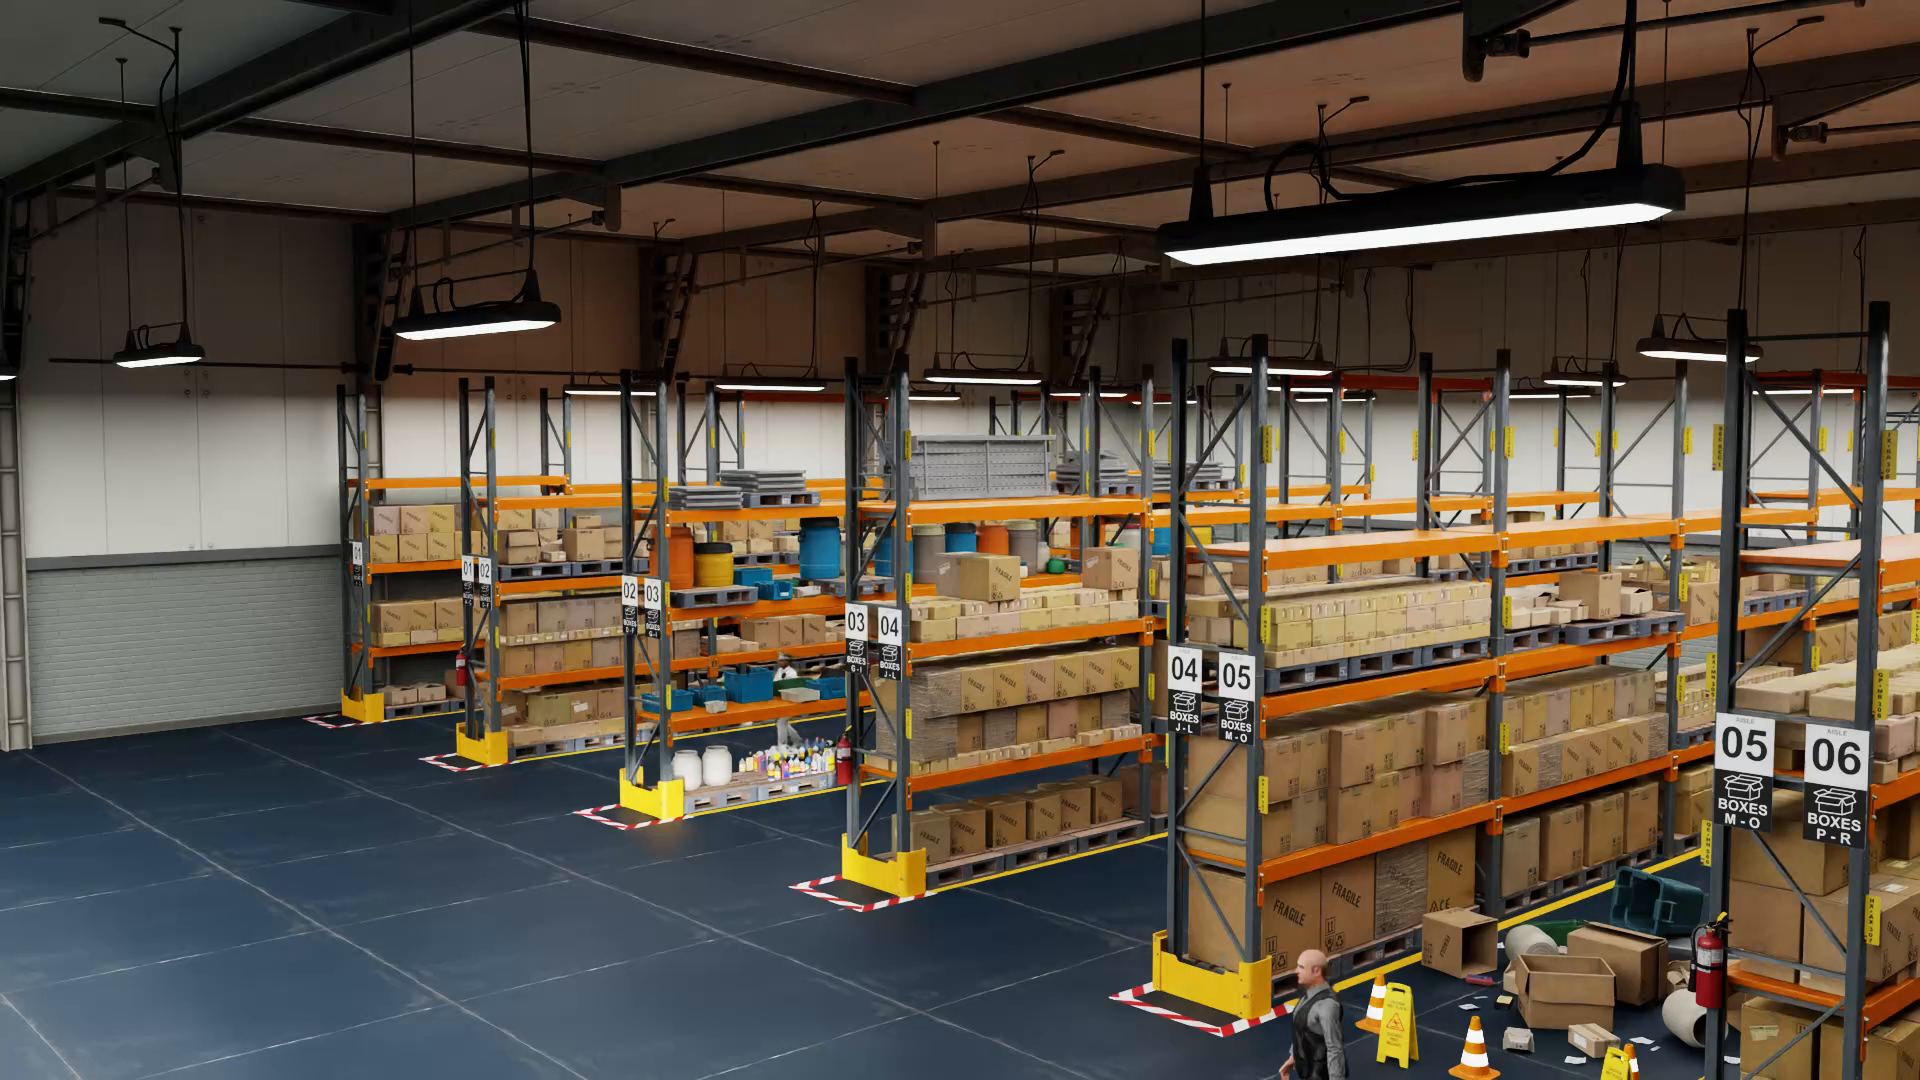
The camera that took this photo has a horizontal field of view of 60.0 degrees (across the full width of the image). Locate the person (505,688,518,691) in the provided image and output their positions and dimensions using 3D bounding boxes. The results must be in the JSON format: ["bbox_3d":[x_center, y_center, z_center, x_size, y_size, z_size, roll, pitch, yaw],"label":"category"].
[{"bbox_3d":[-7.837,2.399,28.517,0.514,1.781,0.579,-2,4,-31],"label":"person"}]

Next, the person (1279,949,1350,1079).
[{"bbox_3d":[2.354,3.575,11.096,0.864,1.699,0.561,0,4,7],"label":"person"}]

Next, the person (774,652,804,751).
[{"bbox_3d":[-2.786,2.600,26.593,0.794,1.639,0.527,-2,4,-32],"label":"person"}]
